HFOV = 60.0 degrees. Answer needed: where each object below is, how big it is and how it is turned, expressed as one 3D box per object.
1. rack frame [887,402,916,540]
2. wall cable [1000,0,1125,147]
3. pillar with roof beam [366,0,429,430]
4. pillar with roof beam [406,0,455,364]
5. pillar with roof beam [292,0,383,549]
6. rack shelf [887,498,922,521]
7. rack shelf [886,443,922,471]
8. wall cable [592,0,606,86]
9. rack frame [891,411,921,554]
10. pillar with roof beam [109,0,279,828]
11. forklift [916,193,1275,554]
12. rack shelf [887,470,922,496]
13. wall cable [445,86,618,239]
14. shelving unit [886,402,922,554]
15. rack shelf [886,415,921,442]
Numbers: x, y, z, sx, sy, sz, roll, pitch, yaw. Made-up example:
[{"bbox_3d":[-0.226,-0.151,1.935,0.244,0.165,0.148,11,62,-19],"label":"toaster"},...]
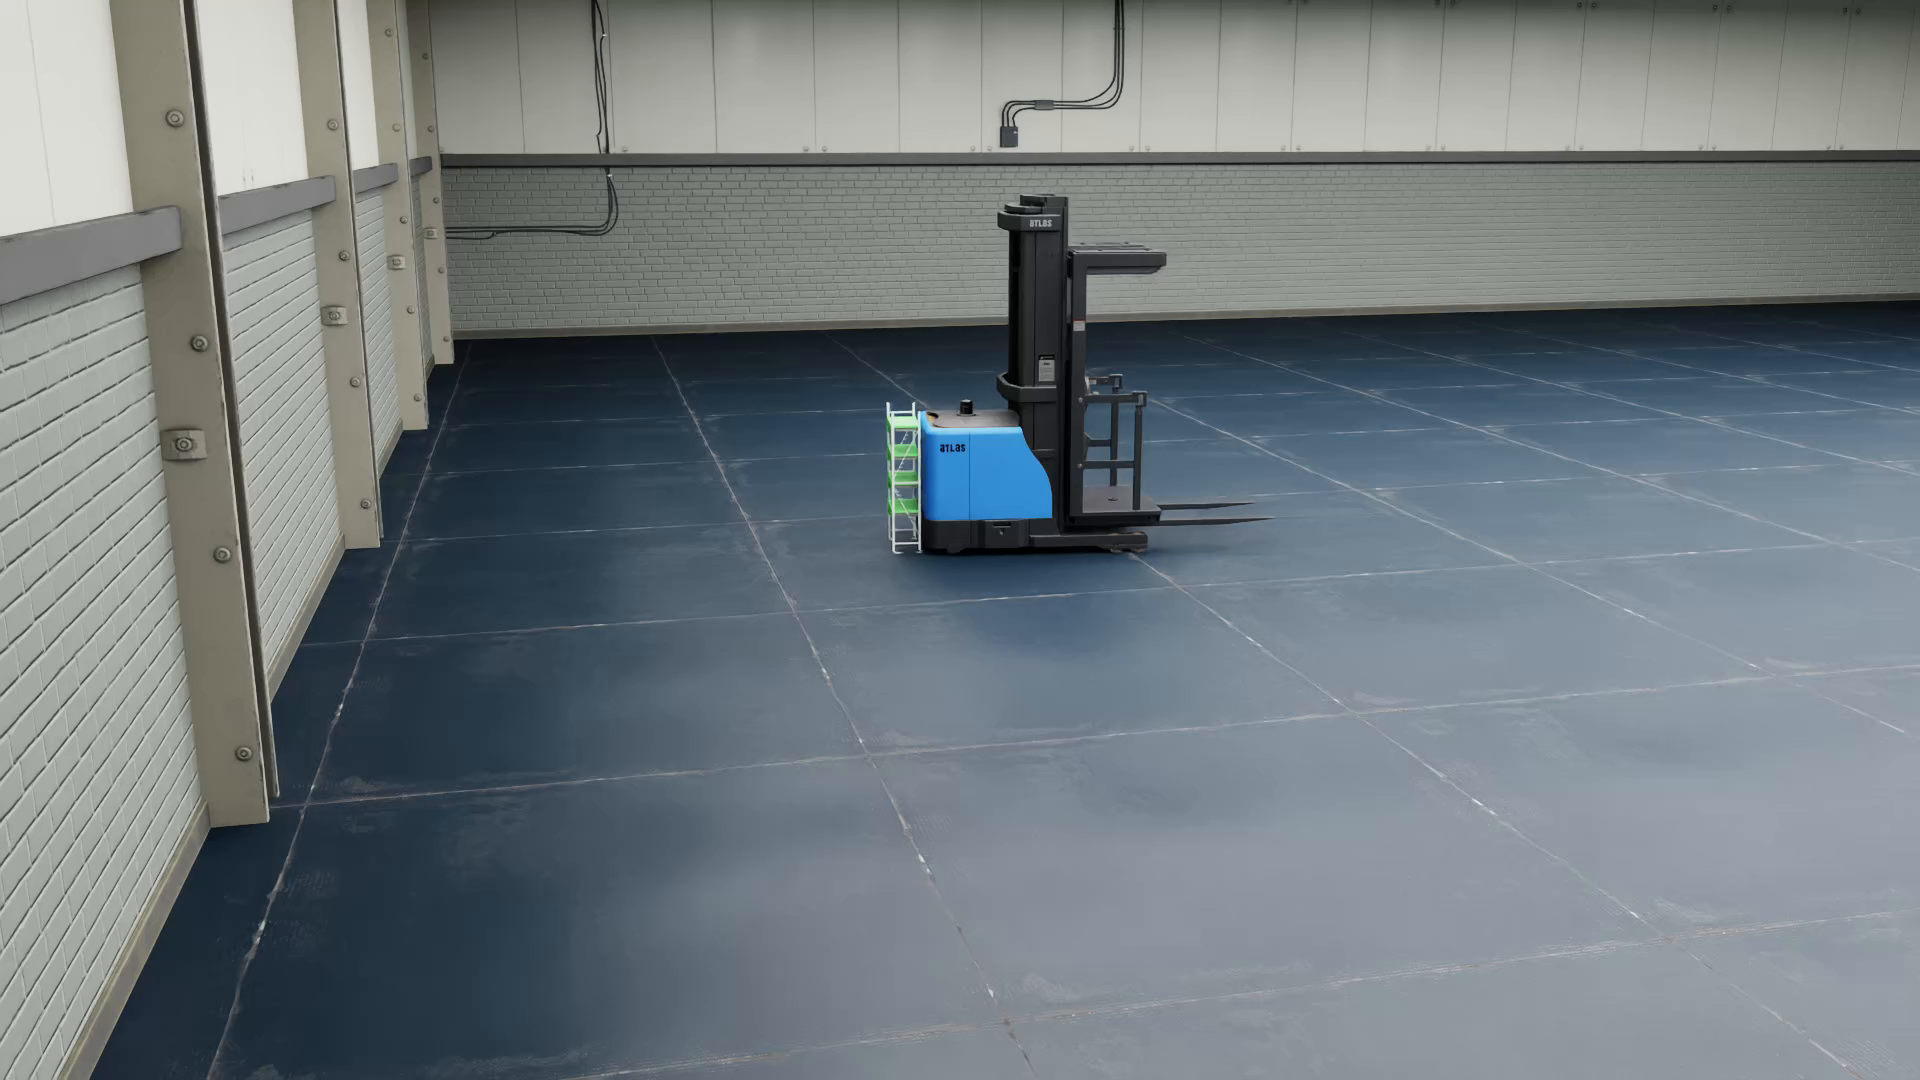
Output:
[{"bbox_3d":[-0.503,-0.589,14.310,0.240,1.200,0.015,-2,14,-6],"label":"rack frame"},{"bbox_3d":[1.859,-10.046,29.421,2.305,6.003,0.169,-3,14,-13],"label":"wall cable"},{"bbox_3d":[-2.372,-5.971,19.907,9.100,9.000,0.400,-3,14,-13],"label":"pillar with roof beam"},{"bbox_3d":[-3.781,-7.355,25.572,9.100,9.000,0.400,-3,14,-13],"label":"pillar with roof beam"},{"bbox_3d":[-0.963,-4.587,14.241,9.100,9.000,0.400,-3,14,-13],"label":"pillar with roof beam"},{"bbox_3d":[-0.475,-0.236,14.146,0.258,0.148,0.480,-2,14,-6],"label":"rack shelf"},{"bbox_3d":[-0.475,-0.702,14.032,0.258,0.148,0.480,-2,14,-6],"label":"rack shelf"},{"bbox_3d":[-4.743,-8.964,28.060,3.097,2.526,0.112,-3,14,-13],"label":"wall cable"},{"bbox_3d":[-0.447,-0.474,13.839,0.240,1.200,0.015,-2,14,-6],"label":"rack frame"},{"bbox_3d":[0.446,-3.203,8.576,9.100,9.000,0.400,-3,14,-13],"label":"pillar with roof beam"},{"bbox_3d":[1.163,-1.438,14.139,3.031,2.935,1.130,-1,14,-6],"label":"forklift"},{"bbox_3d":[-0.475,-0.469,14.089,0.258,0.148,0.480,-2,14,-6],"label":"rack shelf"},{"bbox_3d":[-7.373,-6.360,28.042,3.097,2.526,0.112,-3,14,-13],"label":"wall cable"},{"bbox_3d":[-0.475,-0.531,14.074,0.258,1.200,0.503,-2,14,-6],"label":"shelving unit"},{"bbox_3d":[-0.475,-0.936,13.975,0.258,0.148,0.480,-2,14,-6],"label":"rack shelf"}]
